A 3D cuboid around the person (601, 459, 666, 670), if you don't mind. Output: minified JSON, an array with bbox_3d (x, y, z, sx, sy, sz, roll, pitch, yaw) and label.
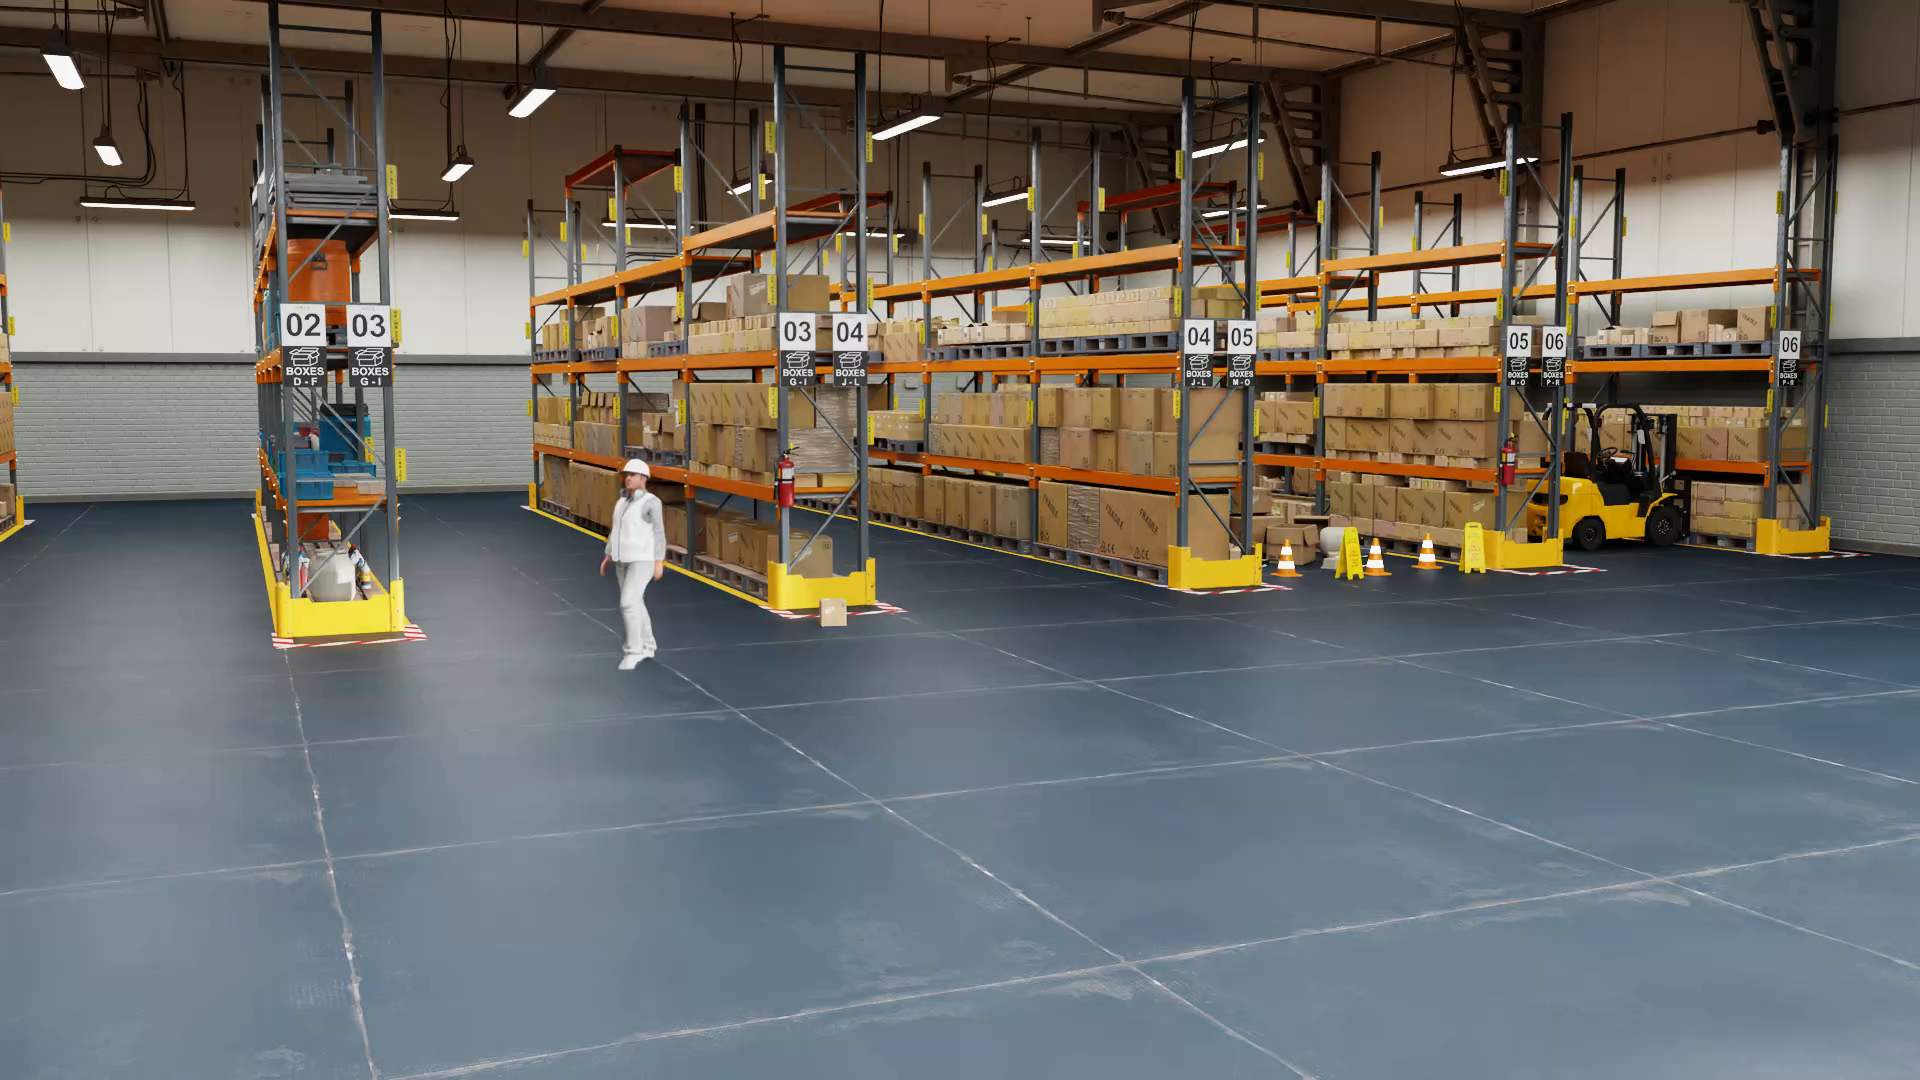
[{"bbox_3d":[-2.853,0.221,14.436,0.538,1.843,0.576,4,7,40],"label":"person"}]
